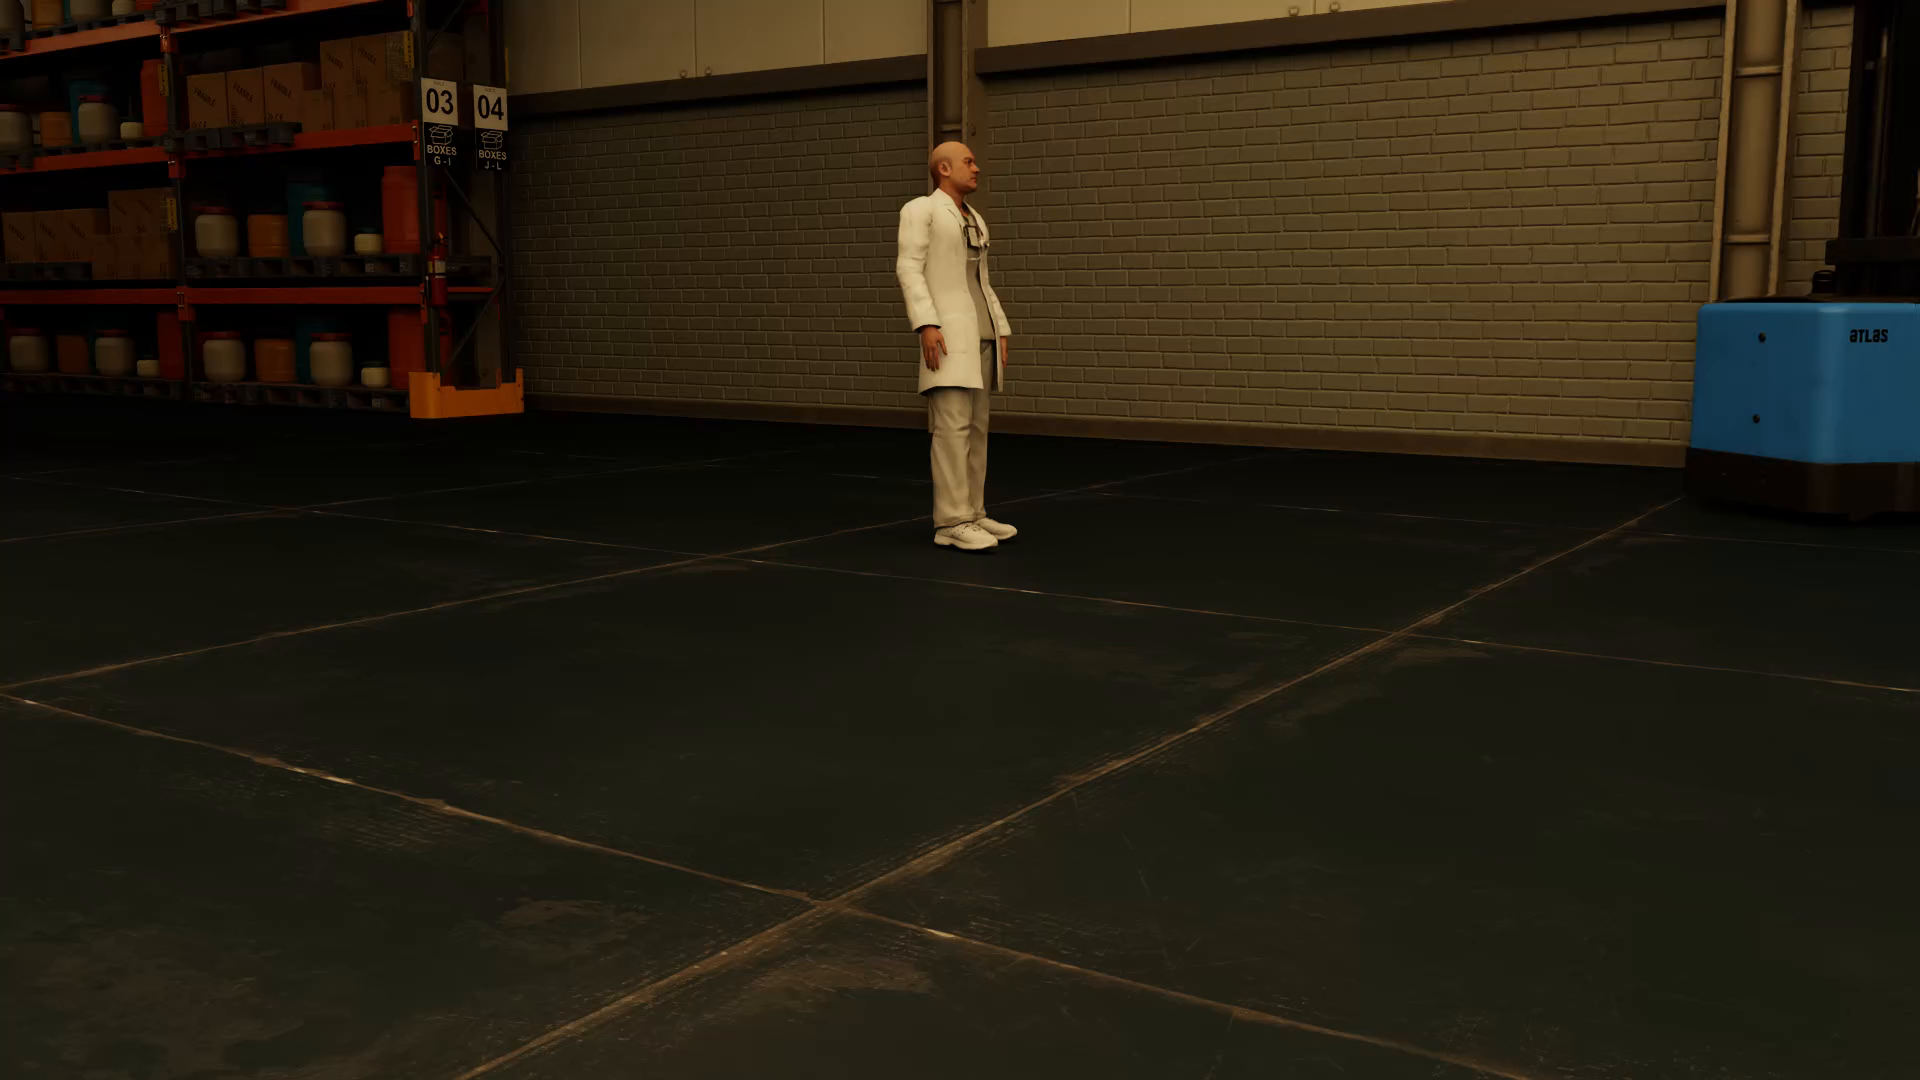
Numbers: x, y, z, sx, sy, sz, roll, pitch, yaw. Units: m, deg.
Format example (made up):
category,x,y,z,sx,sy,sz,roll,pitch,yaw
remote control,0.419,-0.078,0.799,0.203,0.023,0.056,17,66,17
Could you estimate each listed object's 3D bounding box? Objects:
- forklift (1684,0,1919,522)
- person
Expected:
category,x,y,z,sx,sy,sz,roll,pitch,yaw
forklift,5.447,-1.623,8.603,3.031,2.935,1.130,-2,8,-13
person,0.074,-0.880,7.424,0.578,1.778,0.696,5,10,34
